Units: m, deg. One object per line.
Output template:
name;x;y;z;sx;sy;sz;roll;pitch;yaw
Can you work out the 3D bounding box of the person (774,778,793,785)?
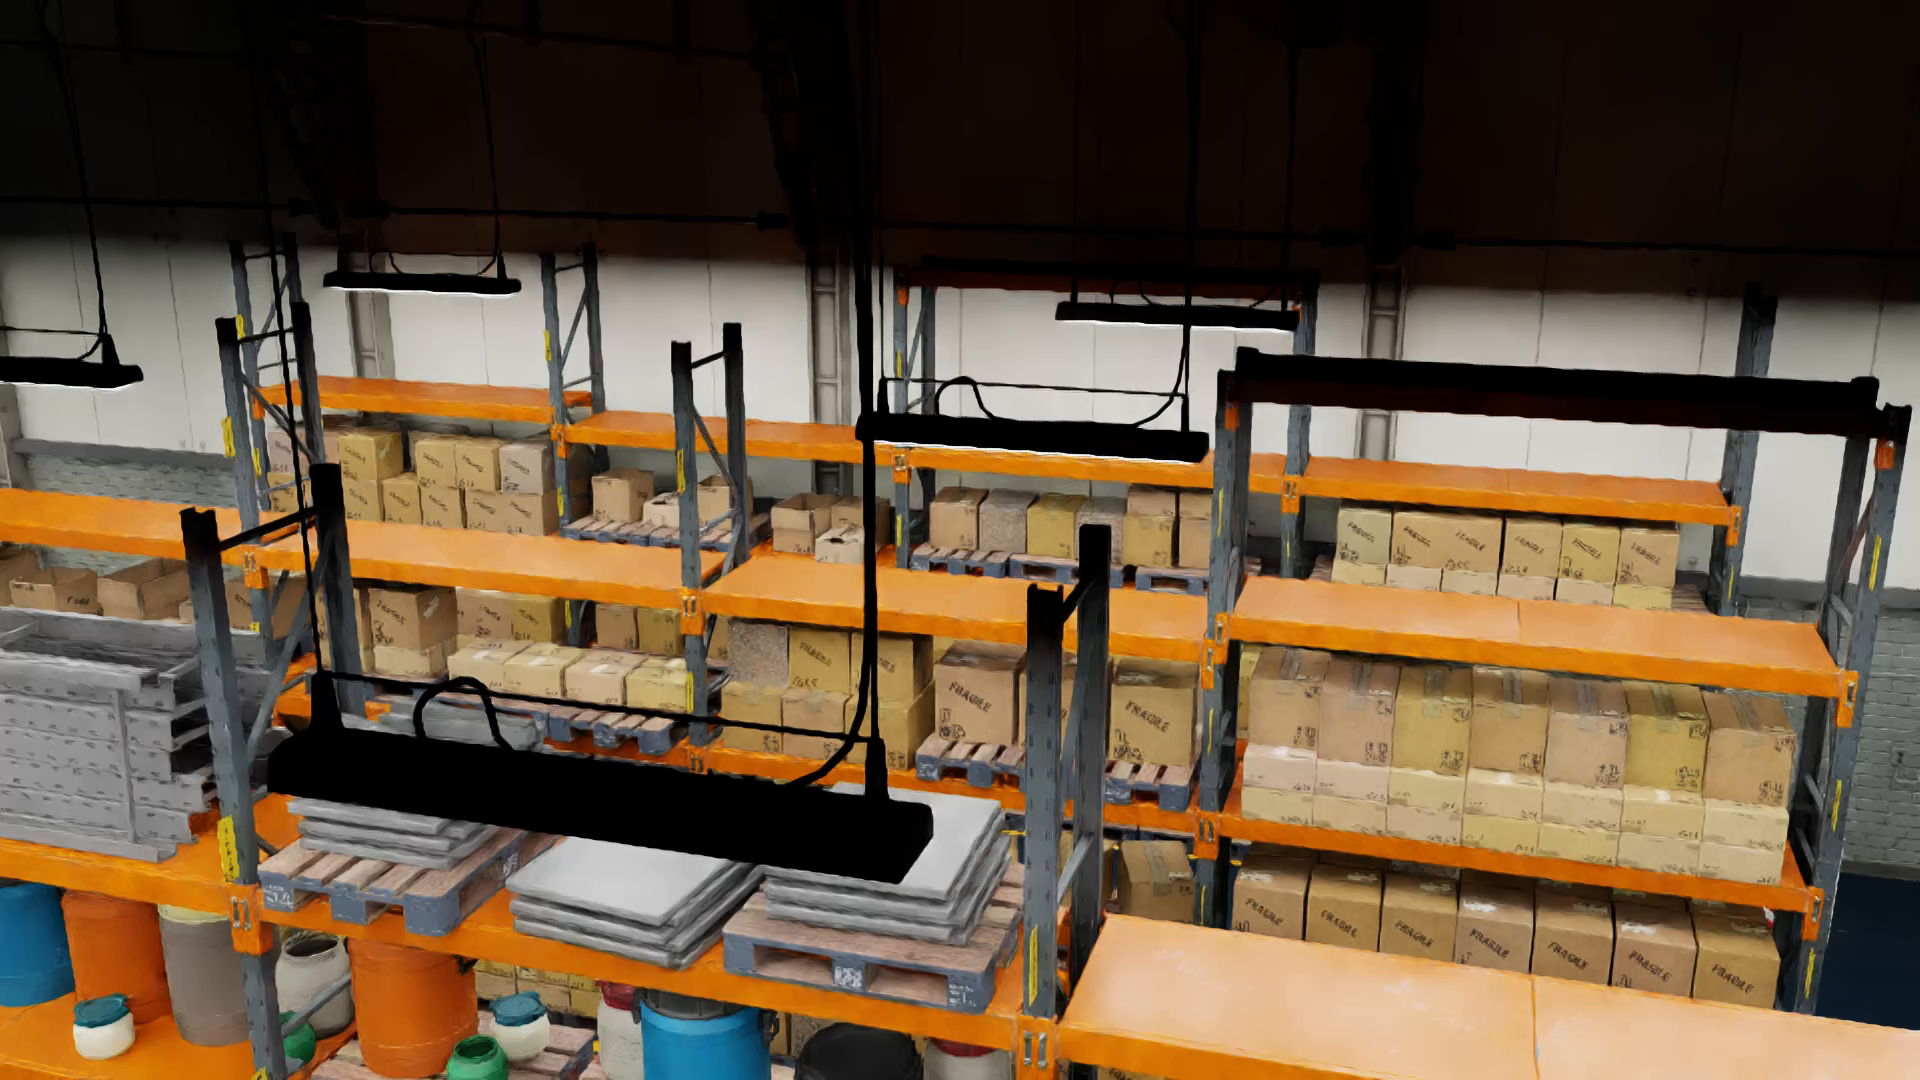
person;-1.562;2.887;15.493;0.499;1.772;0.578;-14;21;-40
